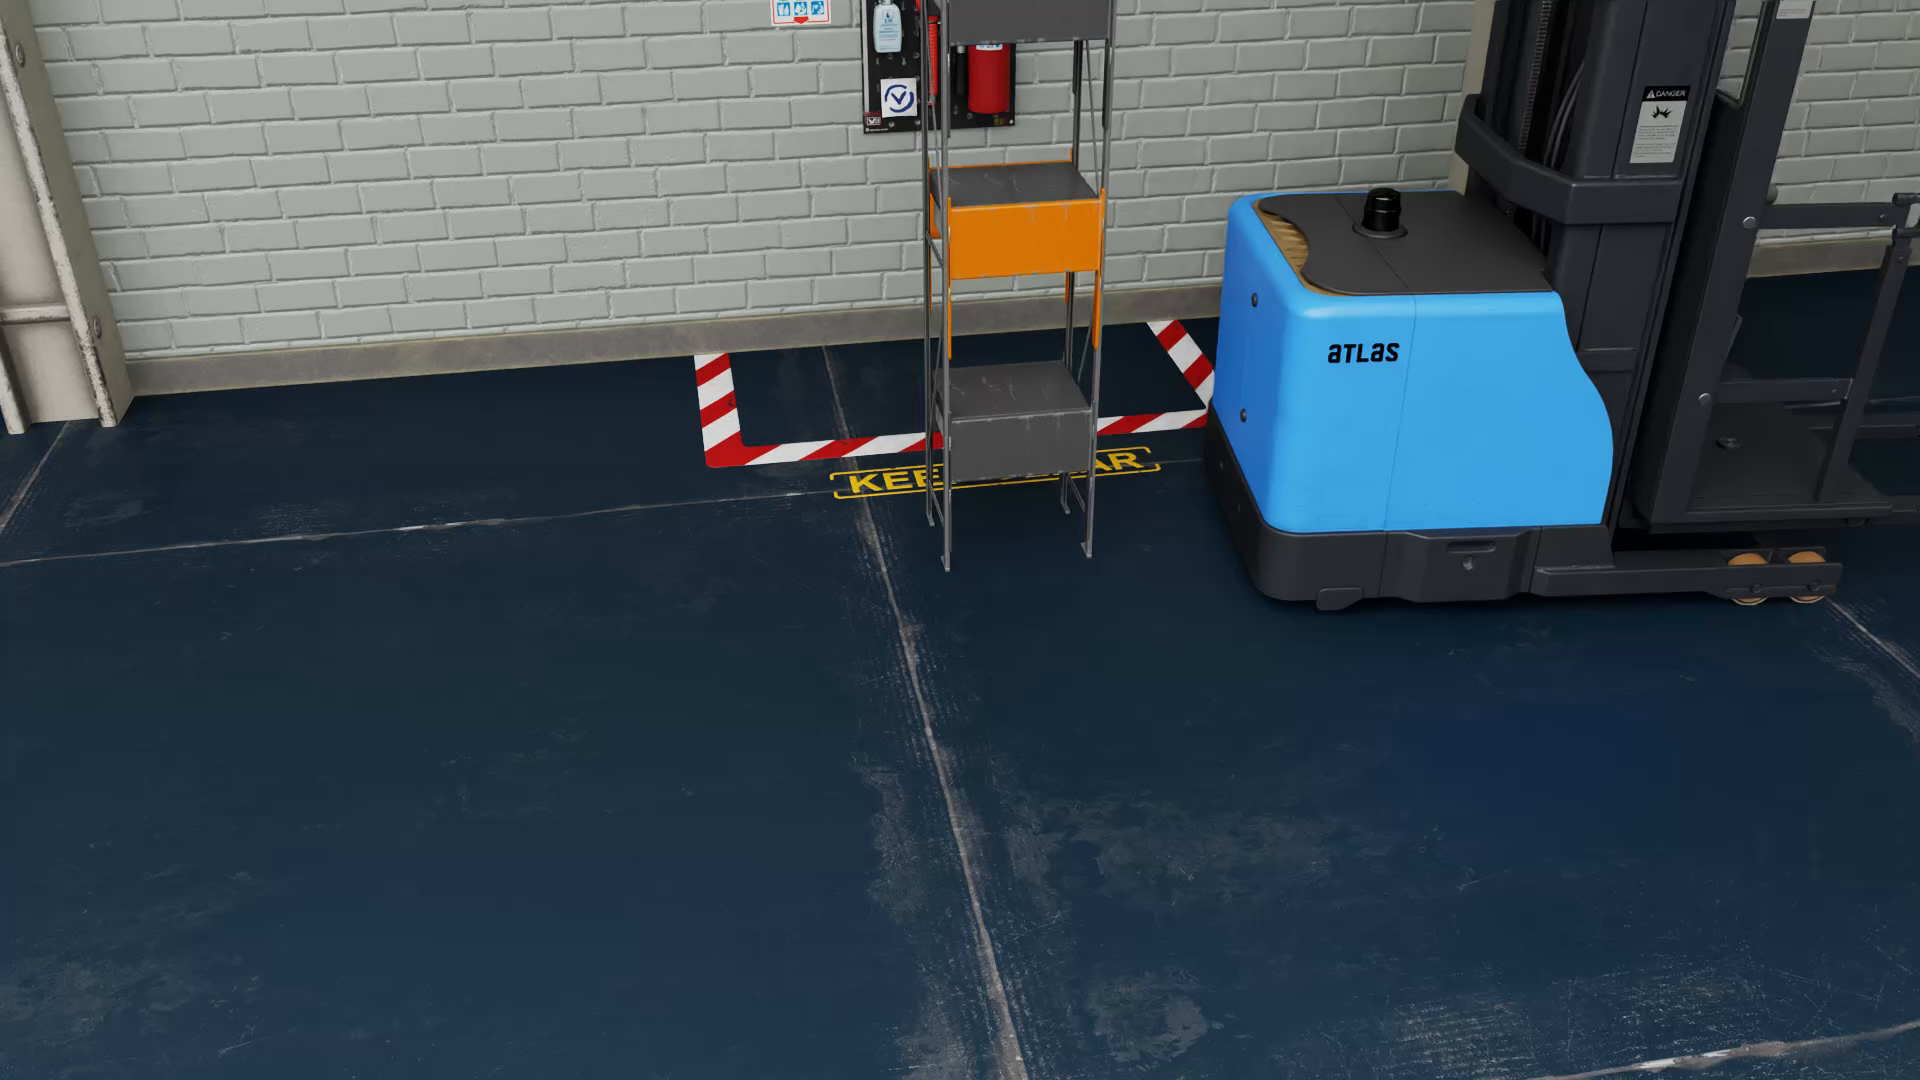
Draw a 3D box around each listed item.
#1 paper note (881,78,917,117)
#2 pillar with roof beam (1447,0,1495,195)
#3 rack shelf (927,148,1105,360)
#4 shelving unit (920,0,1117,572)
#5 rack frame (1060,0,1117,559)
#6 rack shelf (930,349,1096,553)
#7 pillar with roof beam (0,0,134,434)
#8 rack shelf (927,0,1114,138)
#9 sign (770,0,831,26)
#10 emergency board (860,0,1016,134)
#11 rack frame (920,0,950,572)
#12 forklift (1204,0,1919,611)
[{"bbox_3d":[-0.245,-1.778,6.683,0.142,0.148,0.016,-5,31,-9],"label":"paper note"},{"bbox_3d":[3.155,-2.786,1.609,0.400,9.000,9.100,-5,31,-9],"label":"pillar with roof beam"},{"bbox_3d":[0.163,-0.908,5.250,0.480,0.518,0.431,-5,31,-9],"label":"rack shelf"},{"bbox_3d":[0.163,-0.920,5.244,0.503,2.100,0.431,-5,31,-9],"label":"shelving unit"},{"bbox_3d":[0.403,-0.943,5.281,0.015,2.100,0.400,-5,31,-9],"label":"rack frame"},{"bbox_3d":[0.163,-0.305,5.605,0.480,0.518,0.431,-5,31,-9],"label":"rack shelf"},{"bbox_3d":[-2.747,-2.238,0.678,0.400,9.000,9.100,-5,31,-9],"label":"pillar with roof beam"},{"bbox_3d":[0.163,-1.512,4.896,0.480,0.518,0.431,-5,31,-9],"label":"rack shelf"},{"bbox_3d":[-0.620,-2.156,6.422,0.234,0.329,0.001,-5,31,-9],"label":"sign"},{"bbox_3d":[-0.058,-2.139,6.429,0.643,1.169,0.194,-5,31,-9],"label":"emergency board"},{"bbox_3d":[-0.077,-0.898,5.206,0.015,2.100,0.400,-5,31,-9],"label":"rack frame"},{"bbox_3d":[2.432,-1.319,5.101,3.031,2.935,1.130,-2,31,-3],"label":"forklift"}]
